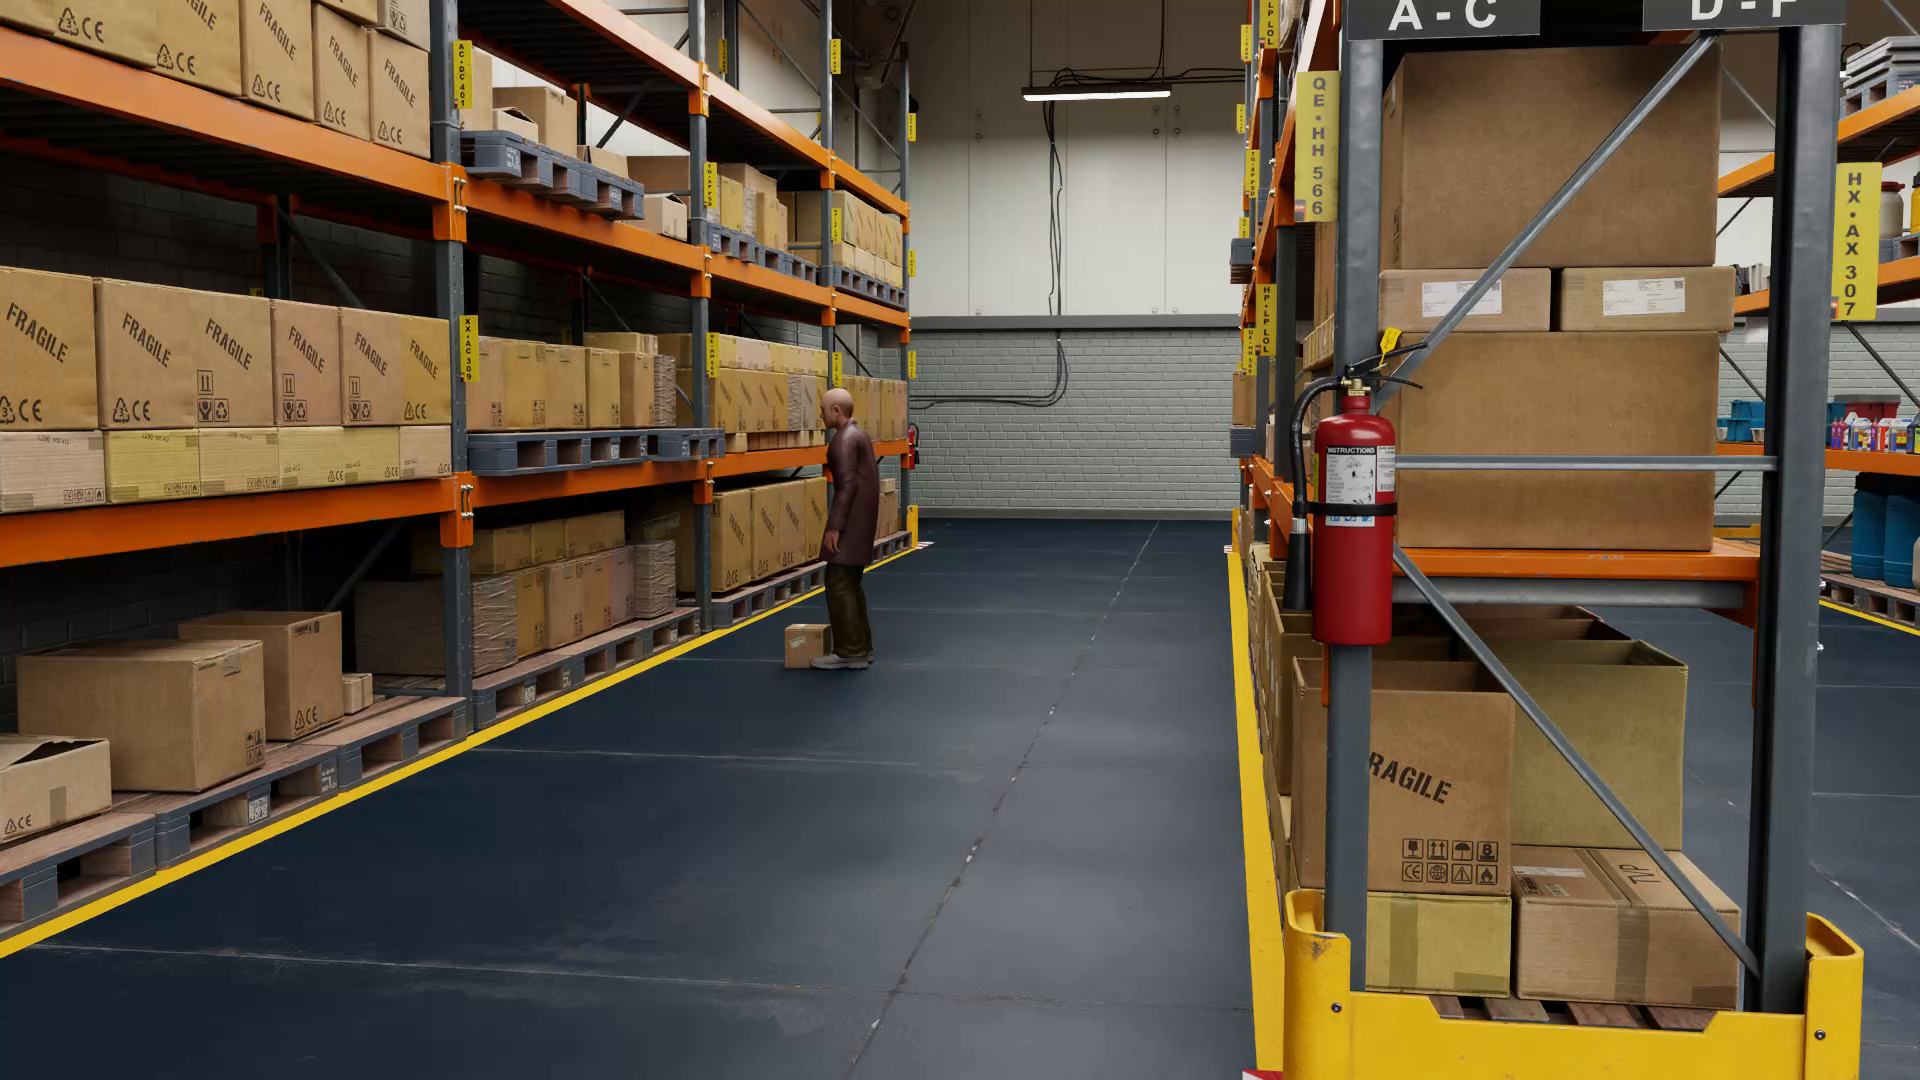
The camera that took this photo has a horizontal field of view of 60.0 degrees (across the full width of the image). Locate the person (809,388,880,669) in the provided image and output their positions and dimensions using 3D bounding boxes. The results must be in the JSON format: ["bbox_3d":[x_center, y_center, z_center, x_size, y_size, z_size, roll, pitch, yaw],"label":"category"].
[{"bbox_3d":[-0.726,-0.077,10.604,0.424,1.773,0.640,1,4,7],"label":"person"}]
